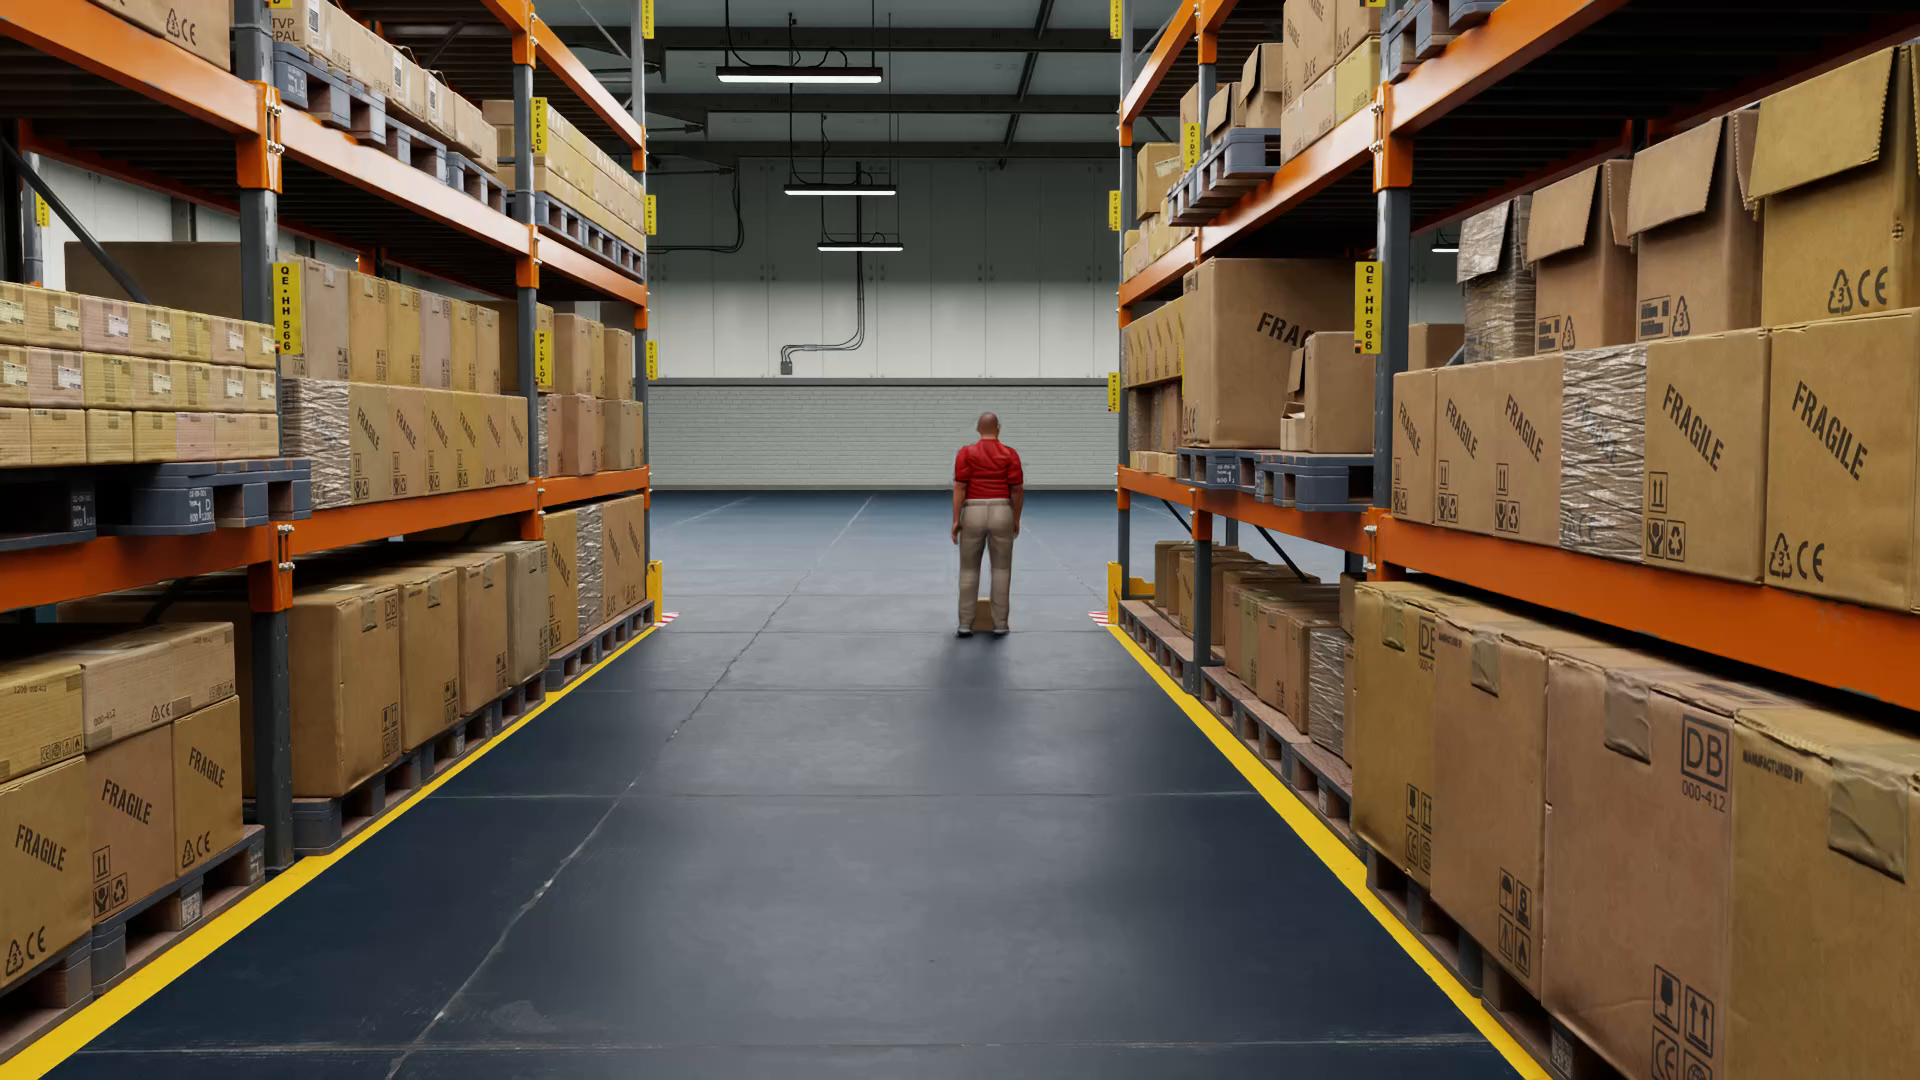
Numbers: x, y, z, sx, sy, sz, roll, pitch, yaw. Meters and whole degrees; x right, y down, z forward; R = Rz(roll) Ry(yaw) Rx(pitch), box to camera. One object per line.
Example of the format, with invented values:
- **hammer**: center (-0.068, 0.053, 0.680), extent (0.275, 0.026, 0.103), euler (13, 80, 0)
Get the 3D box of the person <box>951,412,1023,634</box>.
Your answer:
- **person**: center (0.210, -0.122, 12.970), extent (0.561, 1.744, 0.422), euler (0, 4, -1)
